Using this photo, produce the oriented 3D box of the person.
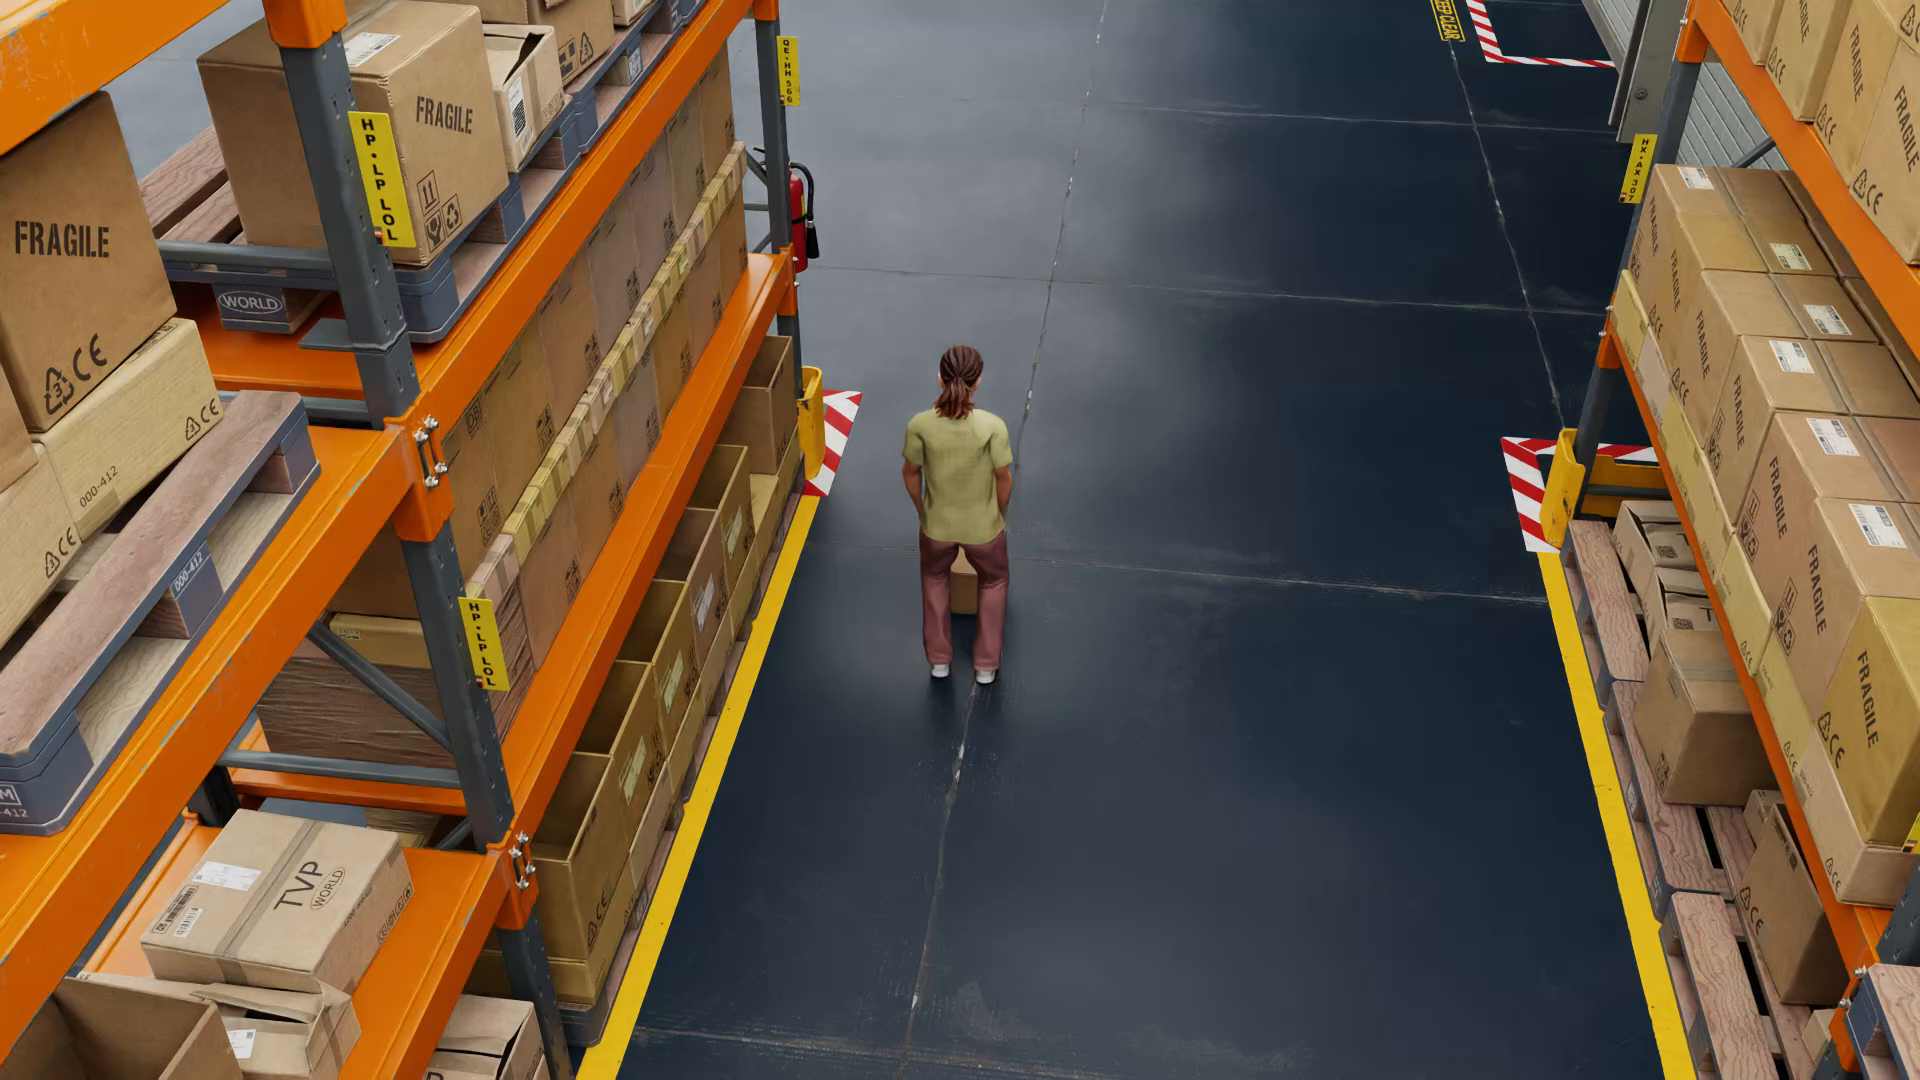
[{"bbox_3d":[-0.009,-0.088,7.218,0.474,1.616,0.406,5,37,7],"label":"person"}]
